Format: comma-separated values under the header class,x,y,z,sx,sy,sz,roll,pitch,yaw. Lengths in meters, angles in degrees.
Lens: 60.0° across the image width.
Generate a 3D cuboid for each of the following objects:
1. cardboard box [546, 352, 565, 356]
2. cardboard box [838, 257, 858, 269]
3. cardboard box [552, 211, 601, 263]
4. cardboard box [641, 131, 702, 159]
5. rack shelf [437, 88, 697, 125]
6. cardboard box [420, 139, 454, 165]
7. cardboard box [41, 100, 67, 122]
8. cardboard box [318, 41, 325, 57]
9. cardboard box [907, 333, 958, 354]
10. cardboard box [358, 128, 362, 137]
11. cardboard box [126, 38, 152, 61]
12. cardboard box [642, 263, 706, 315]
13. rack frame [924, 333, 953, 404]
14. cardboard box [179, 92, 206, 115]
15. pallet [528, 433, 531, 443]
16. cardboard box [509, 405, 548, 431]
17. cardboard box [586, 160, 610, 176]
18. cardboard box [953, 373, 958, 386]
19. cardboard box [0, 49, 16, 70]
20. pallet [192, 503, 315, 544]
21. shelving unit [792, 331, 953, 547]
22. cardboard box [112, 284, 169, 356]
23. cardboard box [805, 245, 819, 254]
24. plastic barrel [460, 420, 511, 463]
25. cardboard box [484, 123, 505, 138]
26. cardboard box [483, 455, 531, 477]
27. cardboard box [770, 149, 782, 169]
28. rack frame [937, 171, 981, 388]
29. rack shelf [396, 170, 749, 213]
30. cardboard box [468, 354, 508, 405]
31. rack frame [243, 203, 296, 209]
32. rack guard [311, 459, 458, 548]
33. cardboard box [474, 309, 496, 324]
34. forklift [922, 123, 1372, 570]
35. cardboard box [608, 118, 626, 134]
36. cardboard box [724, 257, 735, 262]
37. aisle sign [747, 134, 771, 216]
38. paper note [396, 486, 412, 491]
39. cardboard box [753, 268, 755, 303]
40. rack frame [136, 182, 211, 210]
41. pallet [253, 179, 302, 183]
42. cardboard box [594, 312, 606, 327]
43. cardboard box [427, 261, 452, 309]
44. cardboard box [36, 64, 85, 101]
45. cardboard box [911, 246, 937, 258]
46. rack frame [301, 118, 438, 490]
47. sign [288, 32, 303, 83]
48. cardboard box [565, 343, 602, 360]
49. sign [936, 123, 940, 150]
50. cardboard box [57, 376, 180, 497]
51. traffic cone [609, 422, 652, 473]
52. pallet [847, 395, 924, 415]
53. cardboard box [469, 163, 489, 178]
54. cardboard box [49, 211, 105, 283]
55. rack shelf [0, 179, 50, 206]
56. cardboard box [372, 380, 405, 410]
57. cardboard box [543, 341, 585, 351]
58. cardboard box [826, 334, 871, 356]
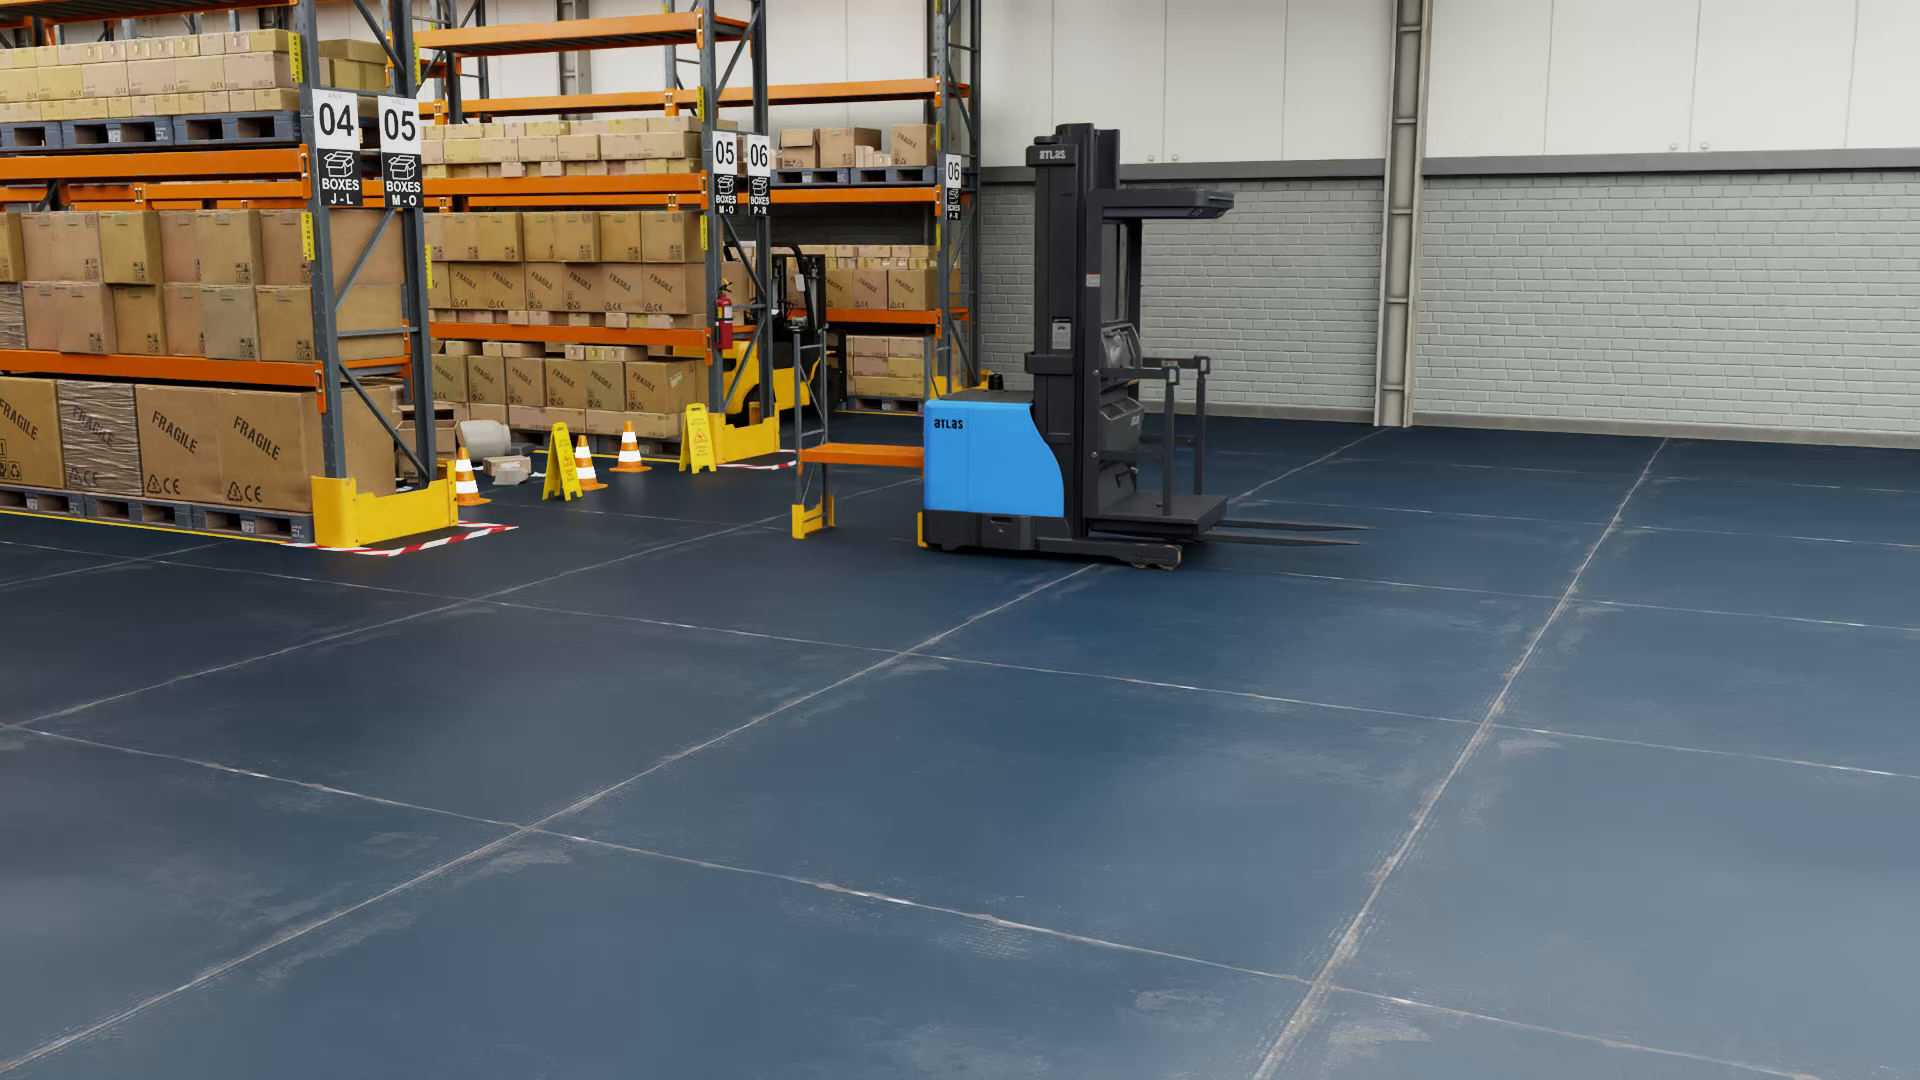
class,x,y,z,sx,sy,sz,roll,pitch,yaw
cardboard box,-4.224,-1.774,18.048,0.500,0.500,0.500,6,12,29
cardboard box,-1.369,-3.545,21.291,0.250,0.149,0.380,5,11,24
cardboard box,-3.710,-3.078,16.891,0.500,0.500,0.700,5,11,25
cardboard box,-2.780,-3.866,16.332,0.500,0.250,0.500,5,11,25
rack shelf,-5.389,-5.987,23.187,4.000,0.370,1.077,5,11,26
cardboard box,-5.515,-4.106,17.656,0.500,0.250,0.500,5,11,25
cardboard box,-6.799,-3.282,12.766,0.250,0.149,0.380,5,11,25
cardboard box,-4.684,-3.619,12.390,0.250,0.149,0.380,5,11,26
cardboard box,-0.356,-2.527,21.504,0.500,0.250,0.500,5,11,25
cardboard box,-6.365,-4.516,18.174,0.500,0.250,0.500,5,12,27
cardboard box,-5.893,-3.595,12.255,0.250,0.149,0.380,5,11,25
cardboard box,-2.810,-2.515,16.585,0.500,0.500,0.500,5,11,25
rack frame,-0.154,-0.735,12.083,0.032,1.500,0.500,4,11,20
cardboard box,-5.432,-3.162,12.102,0.250,0.149,0.380,5,11,26
pallet,-5.171,-1.216,18.356,1.213,0.211,1.003,5,11,26
cardboard box,-4.418,-1.318,17.630,0.500,0.250,0.500,5,11,25
cardboard box,-3.548,-3.740,16.752,0.250,0.149,0.380,5,11,25
cardboard box,-0.362,-2.037,21.603,0.500,0.250,0.500,5,11,26
cardboard box,-7.256,-3.715,12.916,0.250,0.149,0.380,5,11,25
pallet,-5.053,-0.200,12.743,1.213,0.211,1.003,5,11,26
shelving unit,-0.640,-0.767,12.258,1.083,1.500,0.587,4,11,20
cardboard box,-6.097,-1.757,13.093,0.500,0.550,0.875,5,11,26
cardboard box,-1.801,-3.743,21.549,0.250,0.149,0.380,5,11,27
plastic barrel,-4.724,-0.973,16.420,0.512,0.421,0.421,-4,11,-23
cardboard box,-4.703,-4.229,17.217,0.250,0.149,0.380,5,11,24
cardboard box,-4.270,-0.698,15.669,0.380,0.149,0.250,-7,12,-33
cardboard box,-2.399,-4.929,21.535,0.258,0.266,0.396,5,11,24
rack frame,-0.008,-3.113,21.010,0.127,3.000,1.000,5,11,26
rack shelf,-3.995,-3.600,17.295,4.000,0.370,1.077,5,11,26
cardboard box,-4.894,-1.728,17.792,0.500,0.500,0.500,6,12,28
rack frame,-10.770,-4.059,26.234,0.127,3.000,1.000,5,11,26
rack guard,-4.280,-0.290,12.428,0.348,0.500,1.175,5,11,26
cardboard box,-4.940,-2.383,17.680,0.250,0.149,0.380,5,12,28
forklift,1.304,-1.349,11.451,3.031,2.935,1.130,4,11,20
cardboard box,-3.291,-4.116,16.596,0.250,0.149,0.380,5,11,26
cardboard box,-2.947,-3.694,22.113,0.250,0.149,0.380,5,11,26
aisle sign,-2.009,-3.644,16.643,0.004,0.787,0.394,5,11,26
paper note,-4.919,-0.451,14.643,0.144,0.017,0.142,-10,14,-43
cardboard box,-2.384,-3.323,21.887,0.500,0.500,0.500,5,11,25
rack frame,-9.376,-2.951,20.111,0.127,3.000,1.000,5,11,26
pallet,-7.227,-4.166,18.931,1.003,0.211,1.213,5,11,26
cardboard box,-3.540,-2.276,17.088,0.250,0.149,0.380,5,11,27
cardboard box,-5.517,-2.752,17.896,0.500,0.500,0.500,5,11,26
cardboard box,-6.668,-3.479,12.733,0.500,0.250,0.500,5,11,25
cardboard box,-0.423,-3.623,20.886,0.250,0.149,0.380,5,11,26
rack frame,-4.301,-1.522,12.216,0.127,3.000,1.000,5,11,26
sign,-4.554,-3.309,11.404,0.005,0.325,0.100,5,11,26
cardboard box,-3.854,-1.943,17.158,0.250,0.149,0.380,6,12,28
sign,-0.261,-4.900,20.198,0.005,0.325,0.100,5,11,26
cardboard box,-6.545,-0.867,13.384,0.875,0.875,0.875,5,11,26
traffic cone,-3.158,-0.900,15.902,0.334,0.463,0.336,5,11,26
pallet,-0.713,-1.795,21.554,1.213,0.211,1.003,5,11,26
cardboard box,-4.929,-3.867,17.455,0.250,0.149,0.380,5,12,28
cardboard box,-6.604,-2.318,13.163,0.550,0.550,0.875,5,11,26
rack shelf,-9.682,-3.117,14.625,4.000,0.370,1.077,5,11,26
cardboard box,-6.260,-1.590,18.792,0.625,0.372,0.950,5,11,27
cardboard box,-5.436,-2.627,23.813,0.625,0.625,0.875,5,11,23
cardboard box,-1.477,-2.523,21.481,0.500,0.250,0.500,5,11,27
